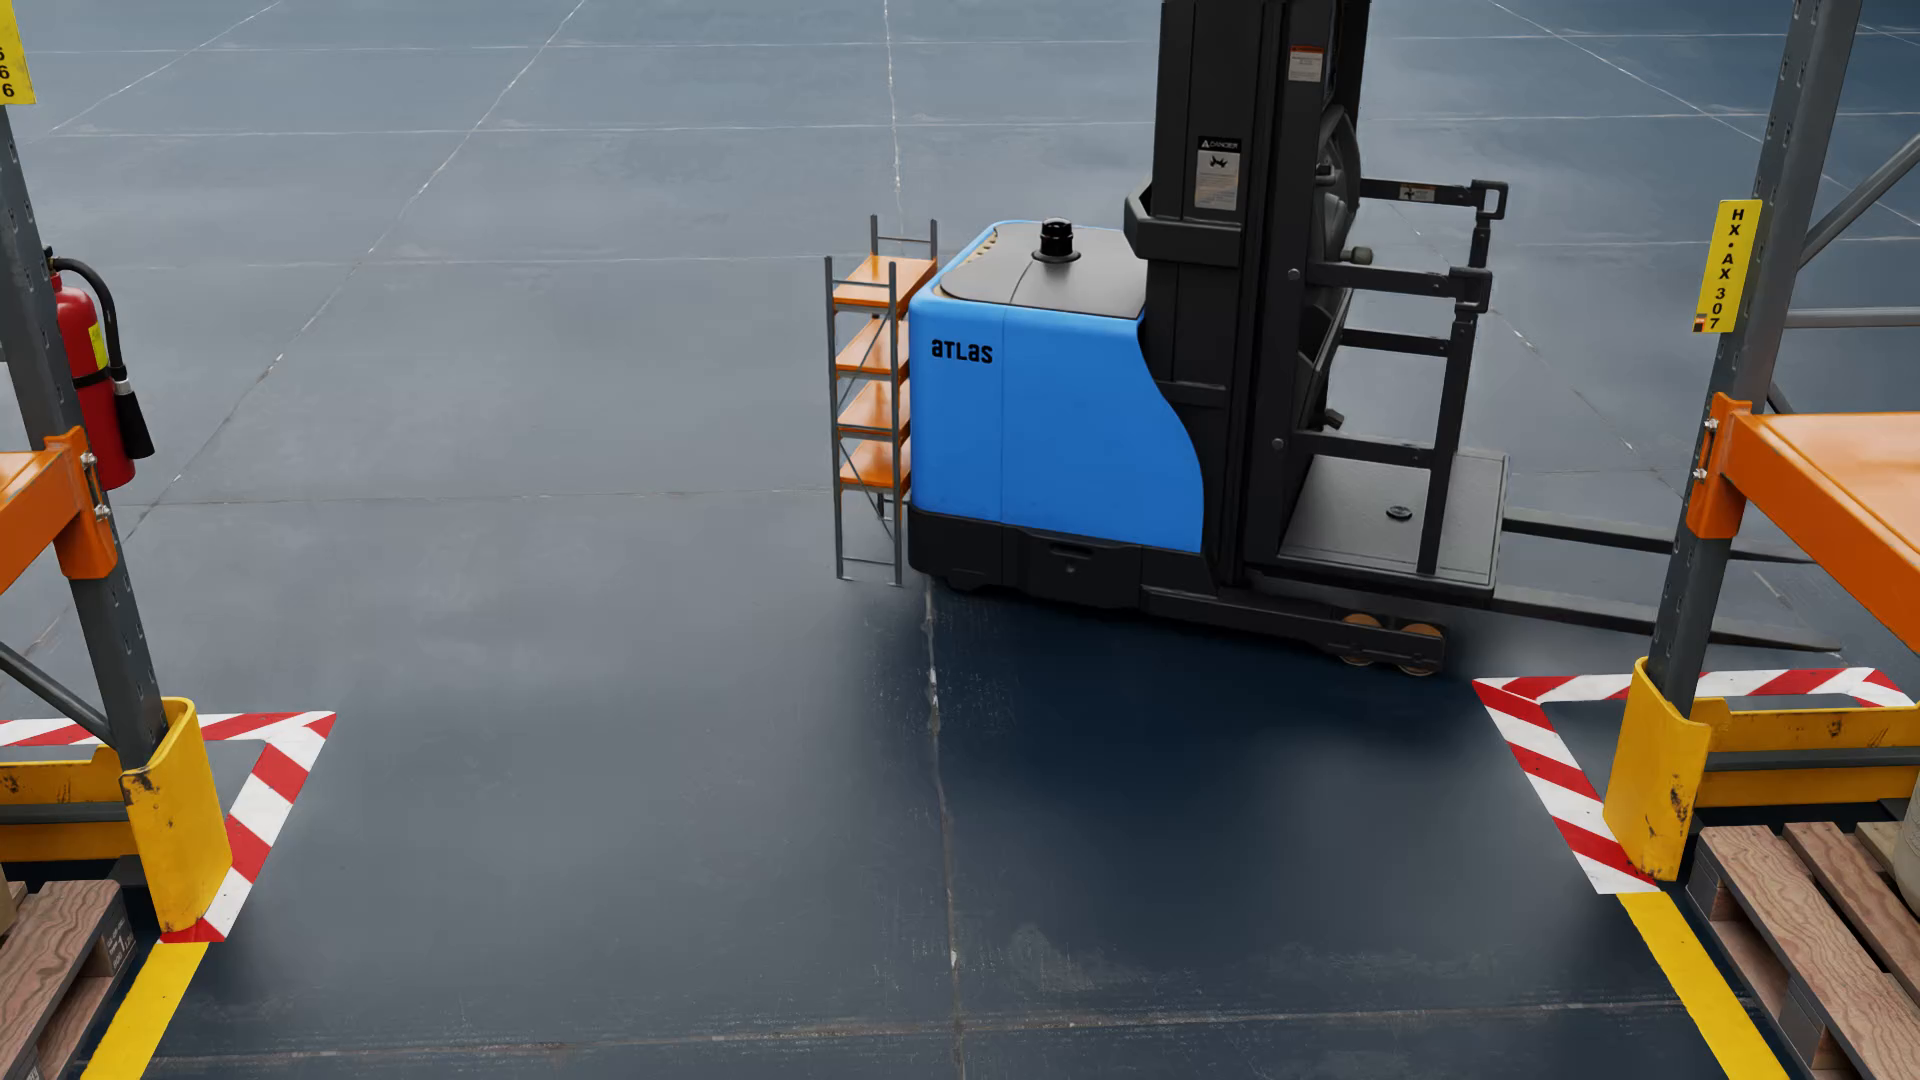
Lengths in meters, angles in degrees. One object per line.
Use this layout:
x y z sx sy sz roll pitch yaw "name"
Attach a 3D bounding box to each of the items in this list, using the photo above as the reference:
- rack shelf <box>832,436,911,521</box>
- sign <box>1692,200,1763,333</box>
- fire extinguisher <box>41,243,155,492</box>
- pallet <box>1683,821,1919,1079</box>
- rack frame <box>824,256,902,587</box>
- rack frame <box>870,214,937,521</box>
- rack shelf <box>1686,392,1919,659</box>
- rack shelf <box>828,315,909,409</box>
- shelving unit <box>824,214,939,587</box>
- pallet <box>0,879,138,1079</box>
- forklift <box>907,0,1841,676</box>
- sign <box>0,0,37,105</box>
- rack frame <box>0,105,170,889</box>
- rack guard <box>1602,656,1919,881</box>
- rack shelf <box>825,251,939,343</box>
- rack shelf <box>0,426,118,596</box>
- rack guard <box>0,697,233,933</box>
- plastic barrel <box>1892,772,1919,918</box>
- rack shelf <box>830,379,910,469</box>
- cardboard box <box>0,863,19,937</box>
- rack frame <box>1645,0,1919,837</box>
-0.261 -0.254 6.015 0.258 0.148 0.480 7 28 13 "rack shelf"
1.821 -0.647 3.948 0.100 0.325 0.005 -1 28 -3 "sign"
-2.122 -0.446 3.945 0.296 0.674 0.183 -1 28 -3 "fire extinguisher"
2.458 1.110 3.894 1.003 0.211 1.213 -1 28 -3 "pallet"
-0.325 -0.381 5.683 0.240 1.200 0.015 7 28 13 "rack frame"
-0.198 -0.599 6.101 0.240 1.200 0.015 7 28 13 "rack frame"
2.475 0.707 2.429 1.077 0.370 4.000 -1 28 -3 "rack shelf"
-0.261 -0.629 5.819 0.258 0.148 0.480 7 28 13 "rack shelf"
-0.261 -0.490 5.892 0.258 1.200 0.503 7 28 13 "shelving unit"
-2.565 1.231 3.661 1.003 0.211 1.213 -1 28 -3 "pallet"
1.388 -1.135 5.256 3.031 2.935 1.130 9 29 17 "forklift"
-2.021 -1.074 3.471 0.100 0.325 0.005 -1 28 -3 "sign"
-2.576 -0.416 3.804 1.000 3.000 0.127 -1 28 -3 "rack frame"
2.421 0.607 4.547 1.175 0.500 0.348 -1 28 -3 "rack guard"
-0.261 -0.838 5.710 0.258 0.148 0.480 7 28 13 "rack shelf"
-2.472 0.826 2.200 1.077 0.370 4.000 -1 28 -3 "rack shelf"
-2.572 0.727 4.315 1.175 0.500 0.348 -1 28 -3 "rack guard"
2.481 0.683 3.933 0.421 0.512 0.421 0 28 0 "plastic barrel"
-0.261 -0.430 5.923 0.258 0.148 0.480 7 28 13 "rack shelf"
-2.560 0.795 3.732 0.500 0.500 0.500 4 28 7 "cardboard box"
2.370 -0.536 4.034 1.000 3.000 0.127 -1 28 -3 "rack frame"
